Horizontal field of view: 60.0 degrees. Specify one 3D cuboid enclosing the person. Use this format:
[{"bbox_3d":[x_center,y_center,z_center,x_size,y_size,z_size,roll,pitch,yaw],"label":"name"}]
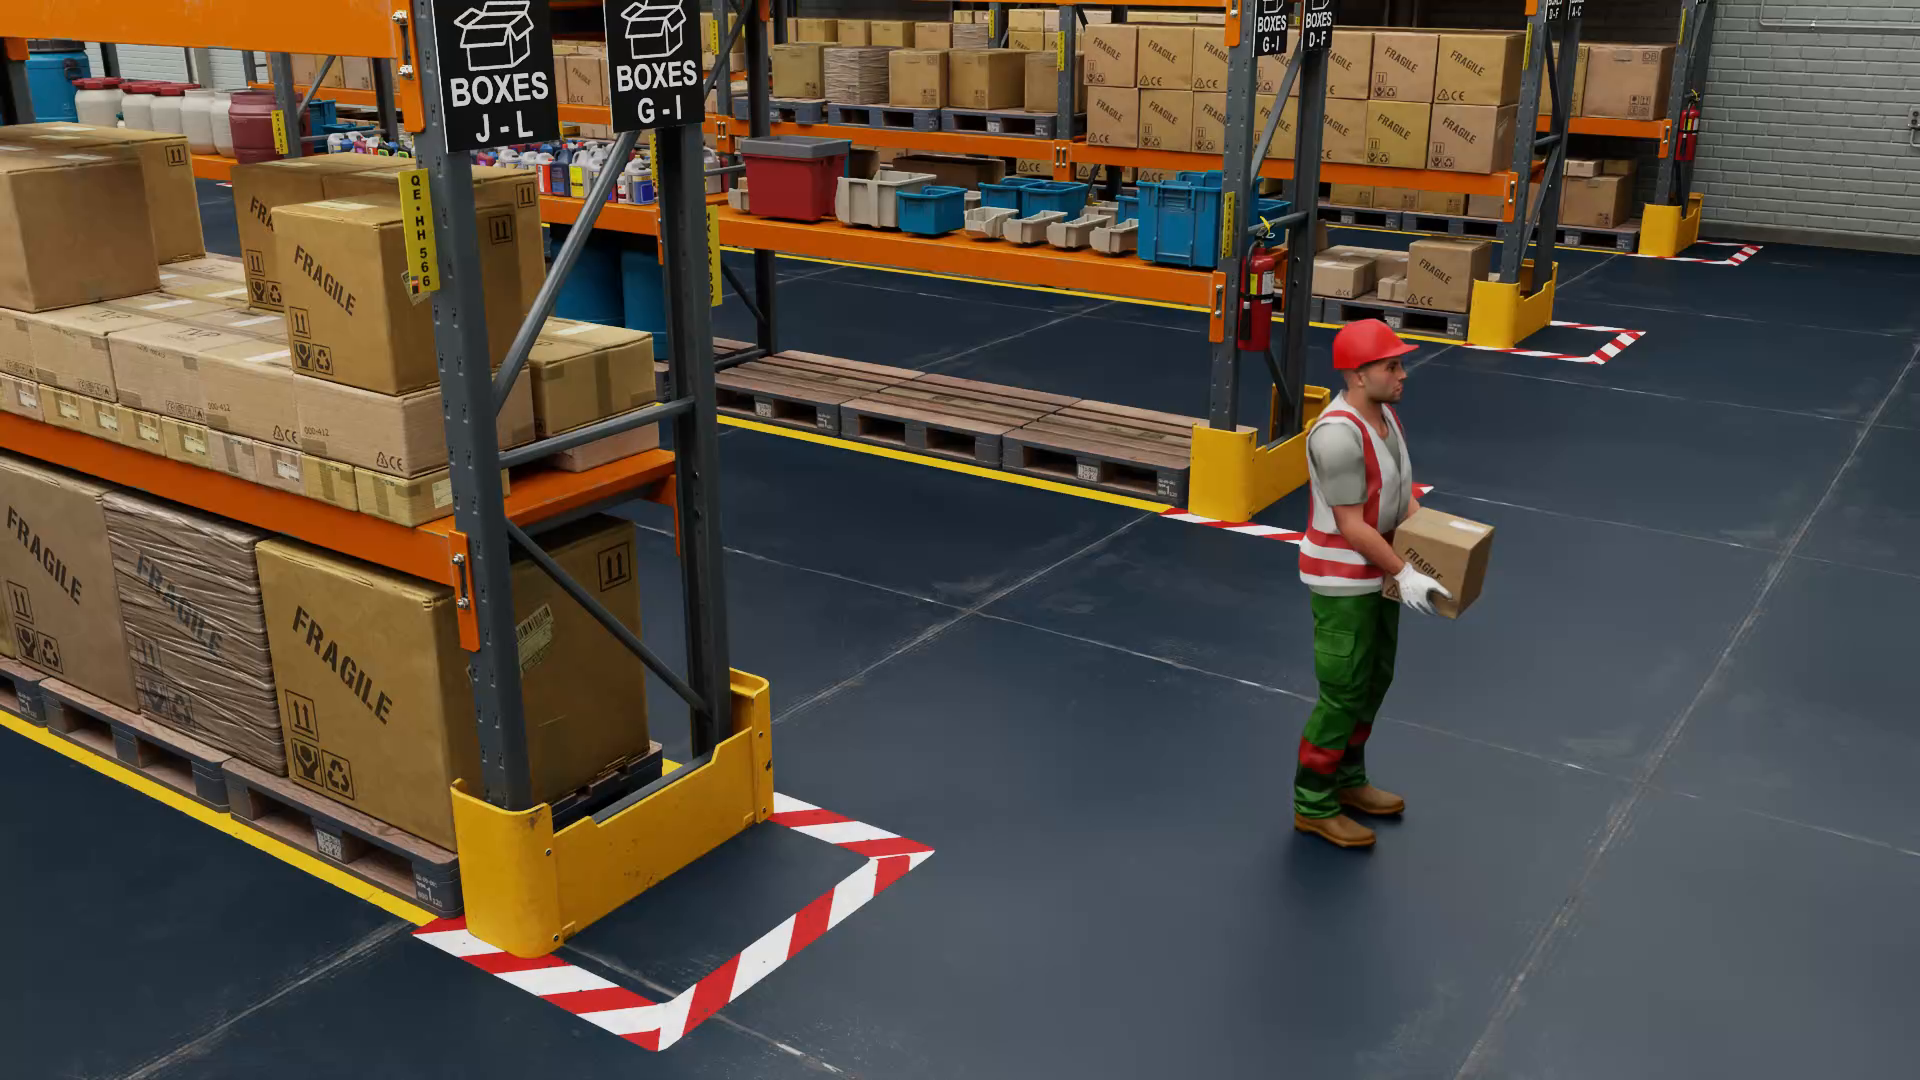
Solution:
[{"bbox_3d":[1.424,0.157,5.588,0.547,1.793,0.519,13,23,32],"label":"person"}]
